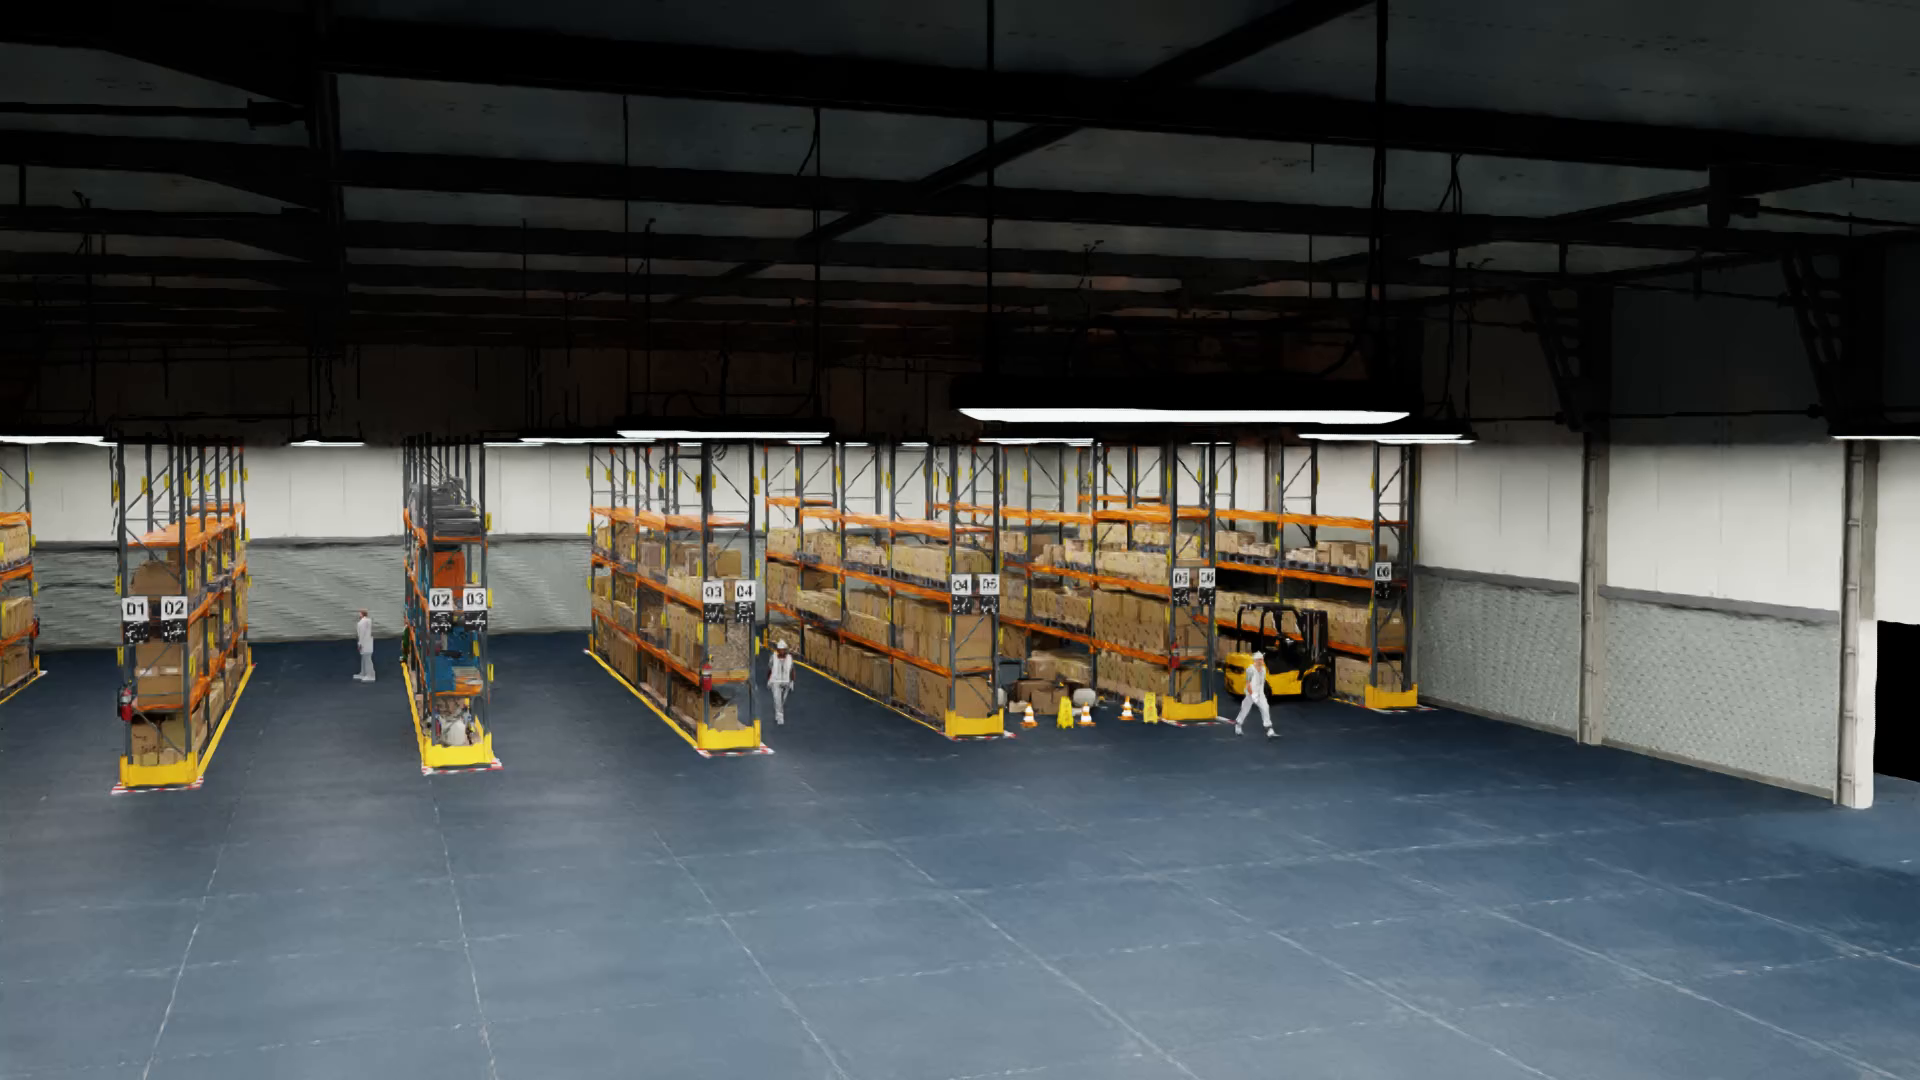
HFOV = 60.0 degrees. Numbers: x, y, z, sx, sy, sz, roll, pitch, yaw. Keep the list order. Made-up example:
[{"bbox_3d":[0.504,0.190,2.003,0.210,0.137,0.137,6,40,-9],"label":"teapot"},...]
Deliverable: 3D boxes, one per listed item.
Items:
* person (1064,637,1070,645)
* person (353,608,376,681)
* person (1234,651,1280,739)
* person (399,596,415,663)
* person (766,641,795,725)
[{"bbox_3d":[2.916,2.226,48.418,0.567,1.604,0.617,0,3,-1],"label":"person"},{"bbox_3d":[-14.669,2.549,40.897,0.610,1.776,0.657,0,3,-6],"label":"person"},{"bbox_3d":[5.834,3.035,32.748,0.554,1.710,1.097,-2,4,-29],"label":"person"},{"bbox_3d":[-14.462,2.343,43.970,0.593,1.756,0.993,0,3,2],"label":"person"},{"bbox_3d":[-3.699,2.940,34.545,0.563,1.707,1.118,-1,3,-22],"label":"person"}]
